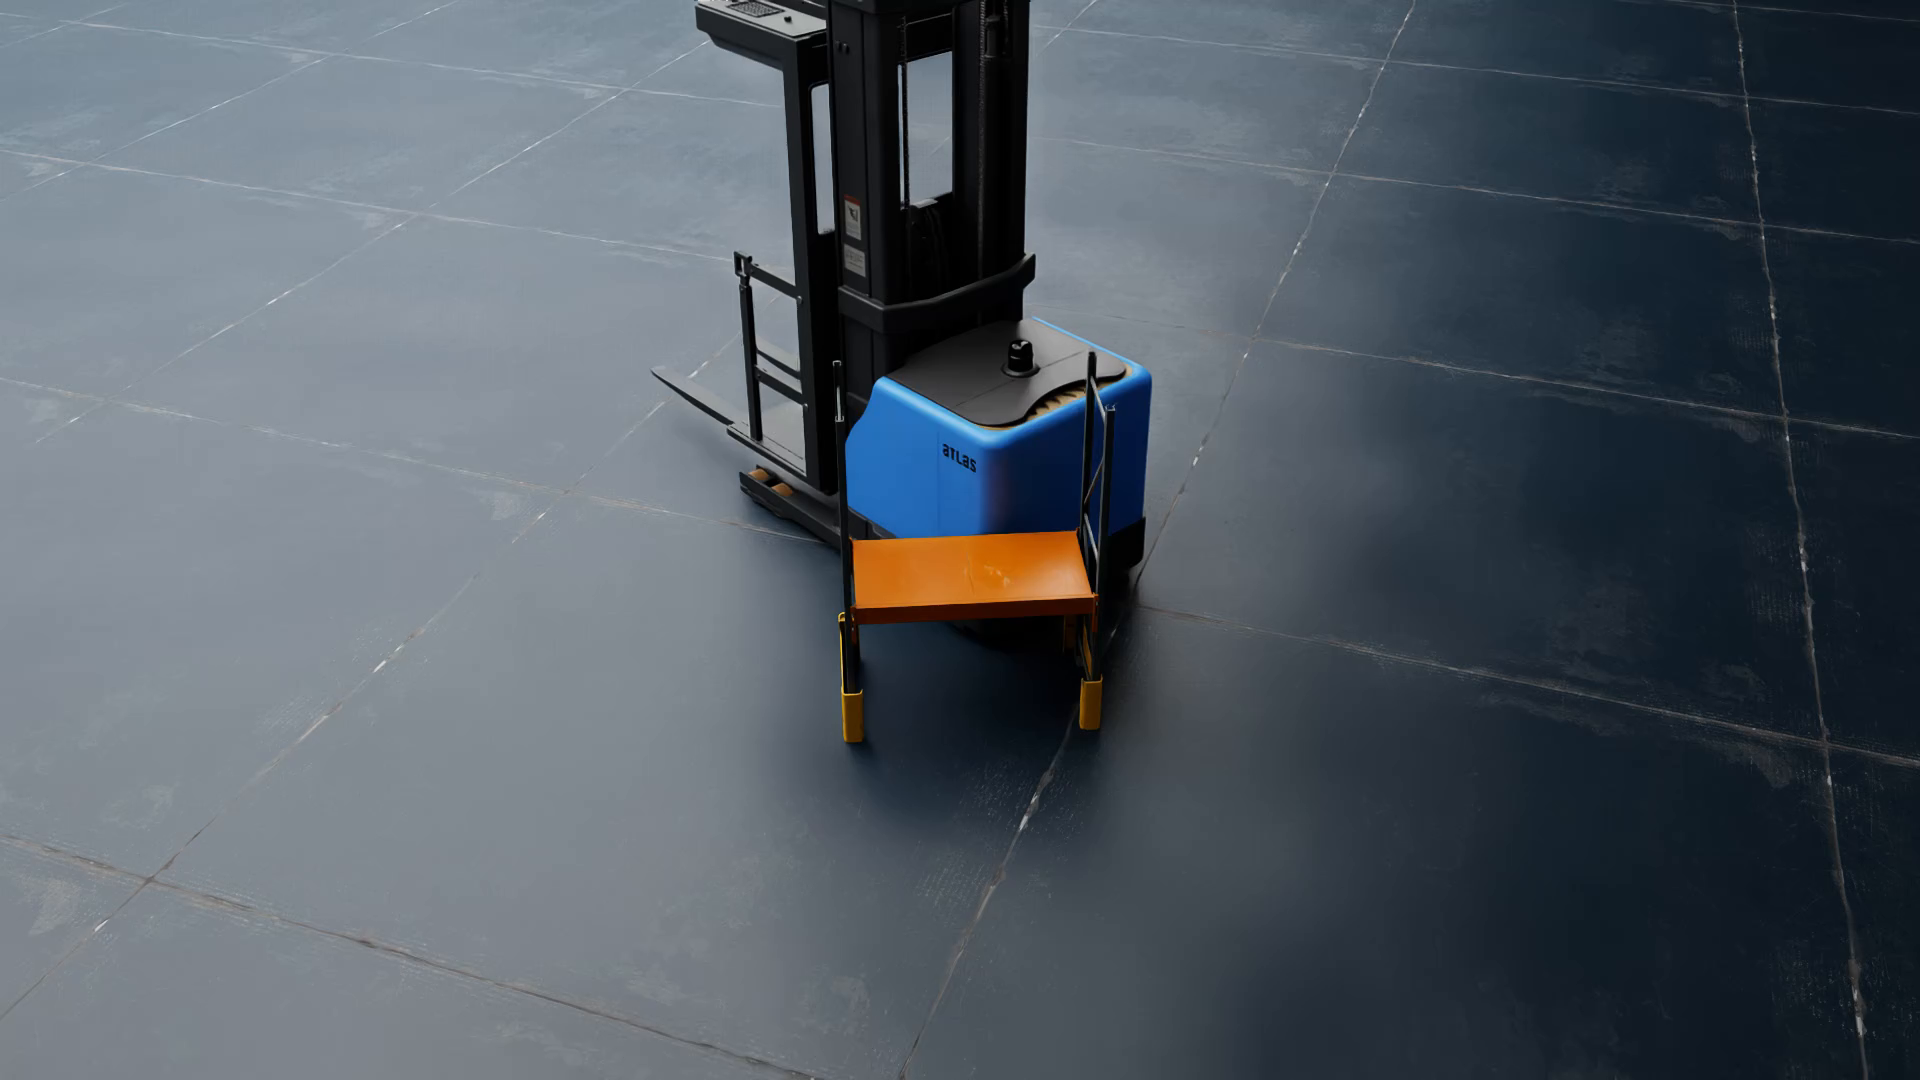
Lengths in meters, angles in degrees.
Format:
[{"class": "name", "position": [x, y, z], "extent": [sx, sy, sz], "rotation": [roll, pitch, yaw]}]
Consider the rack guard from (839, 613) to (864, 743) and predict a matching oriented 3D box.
[{"class": "rack guard", "position": [-0.465, 0.581, 7.120], "extent": [0.087, 0.250, 0.587], "rotation": [-3, 33, -4]}]

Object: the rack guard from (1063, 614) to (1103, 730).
[{"class": "rack guard", "position": [0.527, 0.536, 7.189], "extent": [0.087, 0.250, 0.587], "rotation": [-3, 33, -4]}]

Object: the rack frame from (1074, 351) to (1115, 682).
[{"class": "rack frame", "position": [0.547, 0.010, 6.851], "extent": [0.032, 1.500, 0.500], "rotation": [-3, 33, -4]}]

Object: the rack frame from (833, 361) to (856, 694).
[{"class": "rack frame", "position": [-0.467, 0.056, 6.781], "extent": [0.032, 1.500, 0.500], "rotation": [-3, 33, -4]}]

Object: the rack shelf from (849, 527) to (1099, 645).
[{"class": "rack shelf", "position": [0.040, 0.184, 6.914], "extent": [1.000, 0.185, 0.538], "rotation": [-3, 33, -4]}]

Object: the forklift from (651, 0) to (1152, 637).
[{"class": "forklift", "position": [-0.478, -1.513, 7.892], "extent": [1.130, 2.935, 3.031], "rotation": [-26, 41, -34]}]

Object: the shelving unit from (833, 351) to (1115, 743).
[{"class": "shelving unit", "position": [0.031, 0.033, 6.815], "extent": [1.083, 1.500, 0.587], "rotation": [-3, 33, -4]}]
